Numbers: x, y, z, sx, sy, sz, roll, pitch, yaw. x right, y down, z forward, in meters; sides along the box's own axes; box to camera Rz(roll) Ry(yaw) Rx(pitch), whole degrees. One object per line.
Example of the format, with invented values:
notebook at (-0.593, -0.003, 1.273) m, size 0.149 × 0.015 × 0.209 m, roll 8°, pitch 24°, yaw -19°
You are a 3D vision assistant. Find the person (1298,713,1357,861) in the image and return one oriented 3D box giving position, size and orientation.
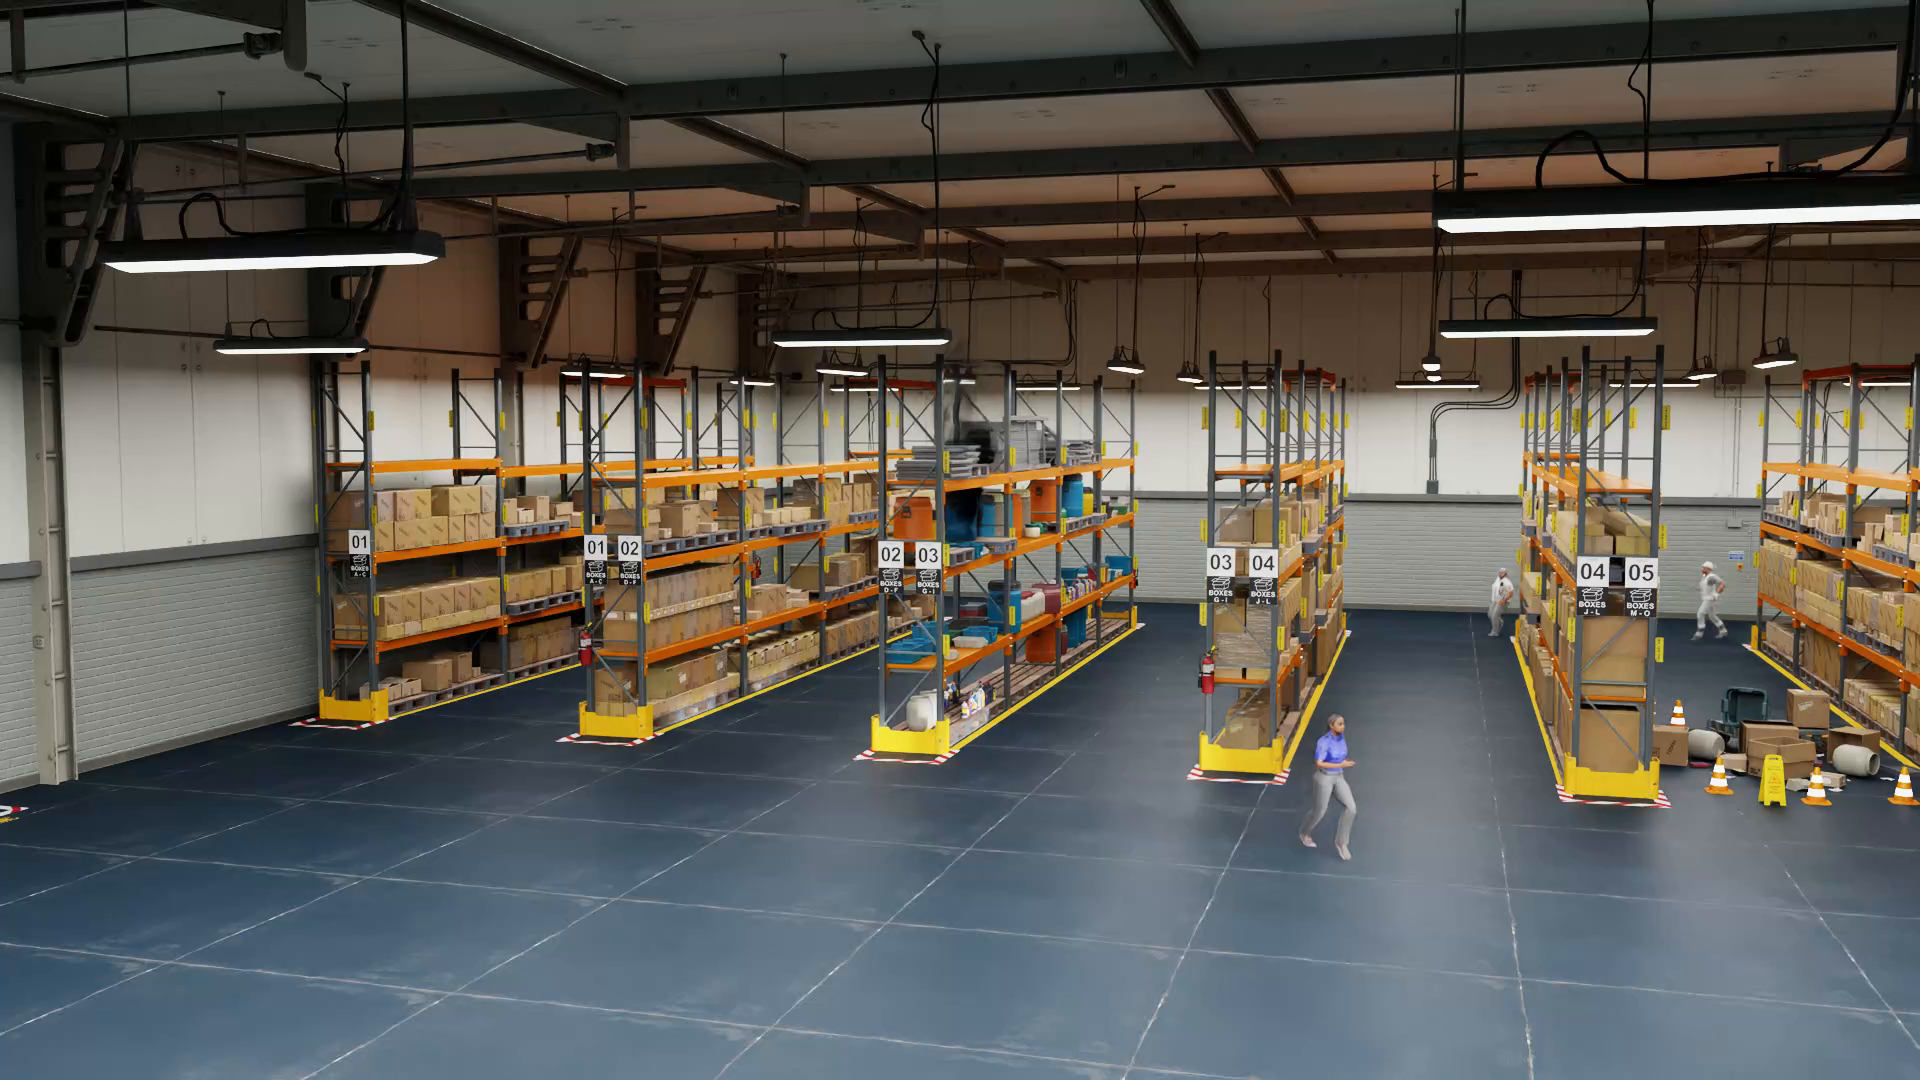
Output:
person at (4.241, 2.819, 19.180) m, size 0.599 × 1.690 × 0.837 m, roll -3°, pitch 5°, yaw -36°

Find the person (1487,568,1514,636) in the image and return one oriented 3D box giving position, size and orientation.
person at (12.618, 1.439, 38.692) m, size 0.560 × 1.615 × 0.691 m, roll -2°, pitch 5°, yaw -27°

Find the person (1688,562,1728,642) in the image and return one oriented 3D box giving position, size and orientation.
person at (17.013, 1.403, 37.747) m, size 0.880 × 1.824 × 0.598 m, roll 1°, pitch 4°, yaw 11°
